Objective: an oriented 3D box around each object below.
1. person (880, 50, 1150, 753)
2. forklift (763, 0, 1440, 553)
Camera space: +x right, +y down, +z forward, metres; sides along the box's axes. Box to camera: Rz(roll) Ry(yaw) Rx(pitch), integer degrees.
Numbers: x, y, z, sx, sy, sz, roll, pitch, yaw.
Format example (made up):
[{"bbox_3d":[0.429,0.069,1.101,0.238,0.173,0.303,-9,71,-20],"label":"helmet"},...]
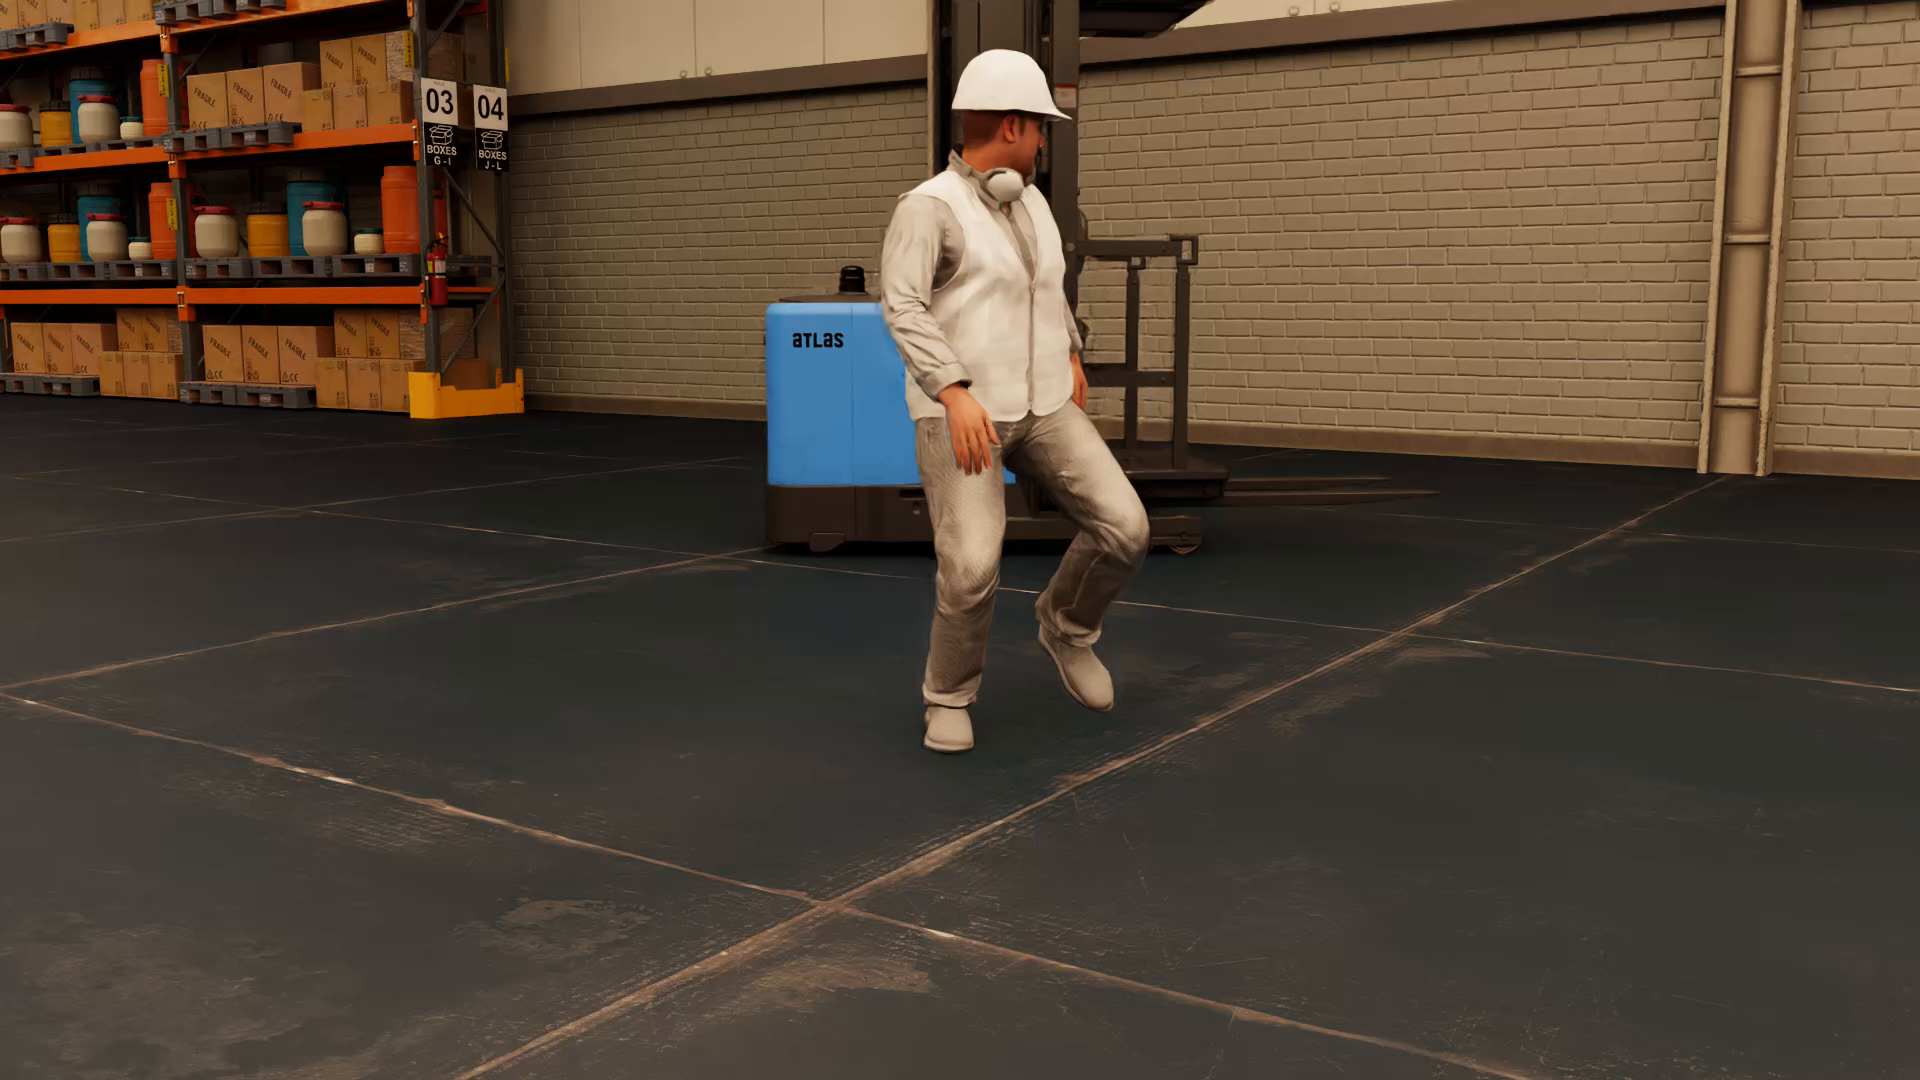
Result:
[{"bbox_3d":[0.126,-0.339,4.097,0.792,1.674,0.608,-5,10,-32],"label":"person"},{"bbox_3d":[0.629,-1.464,7.488,3.031,2.935,1.130,-1,8,-6],"label":"forklift"}]
